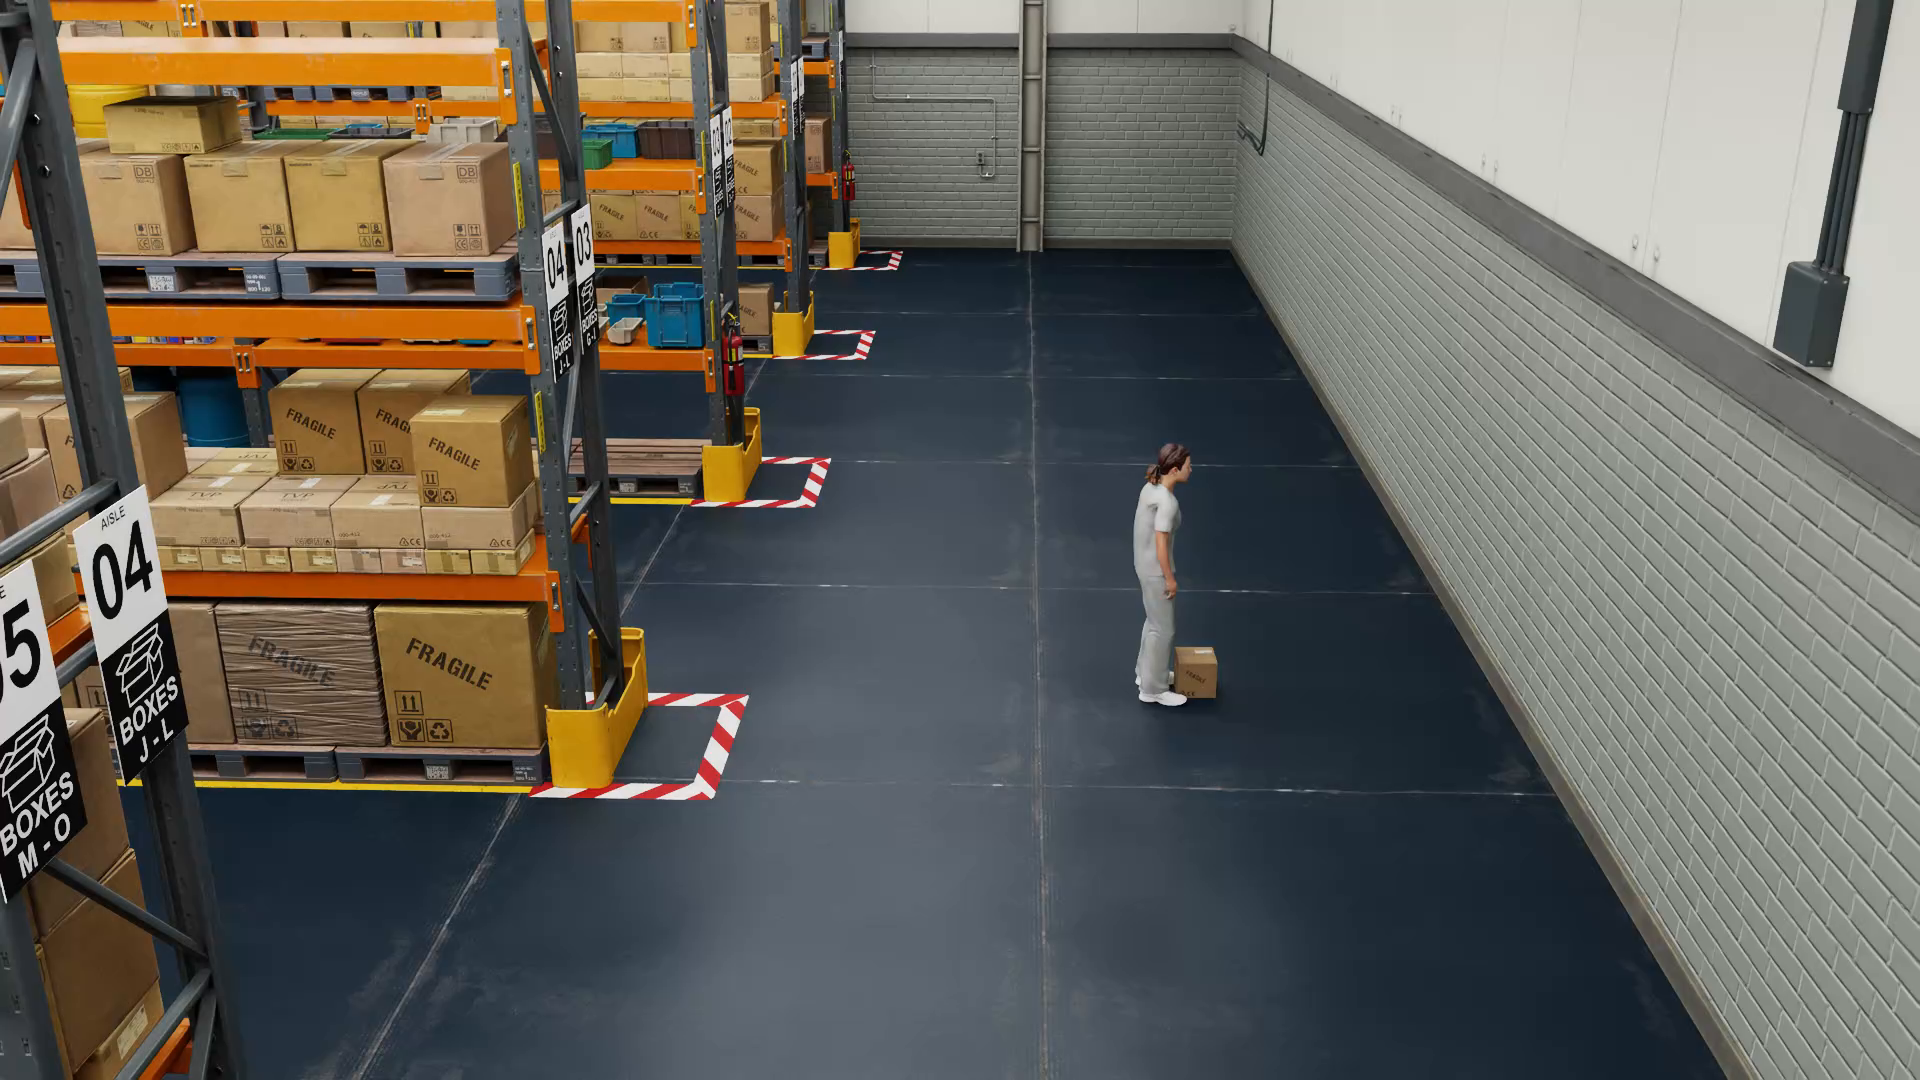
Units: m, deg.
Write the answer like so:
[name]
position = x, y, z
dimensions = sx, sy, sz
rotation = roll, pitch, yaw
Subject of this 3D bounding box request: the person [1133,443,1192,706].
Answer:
[person]
position = 1.283, 0.196, 10.568
dimensions = 0.364, 1.671, 0.514
rotation = -1, 21, -2
